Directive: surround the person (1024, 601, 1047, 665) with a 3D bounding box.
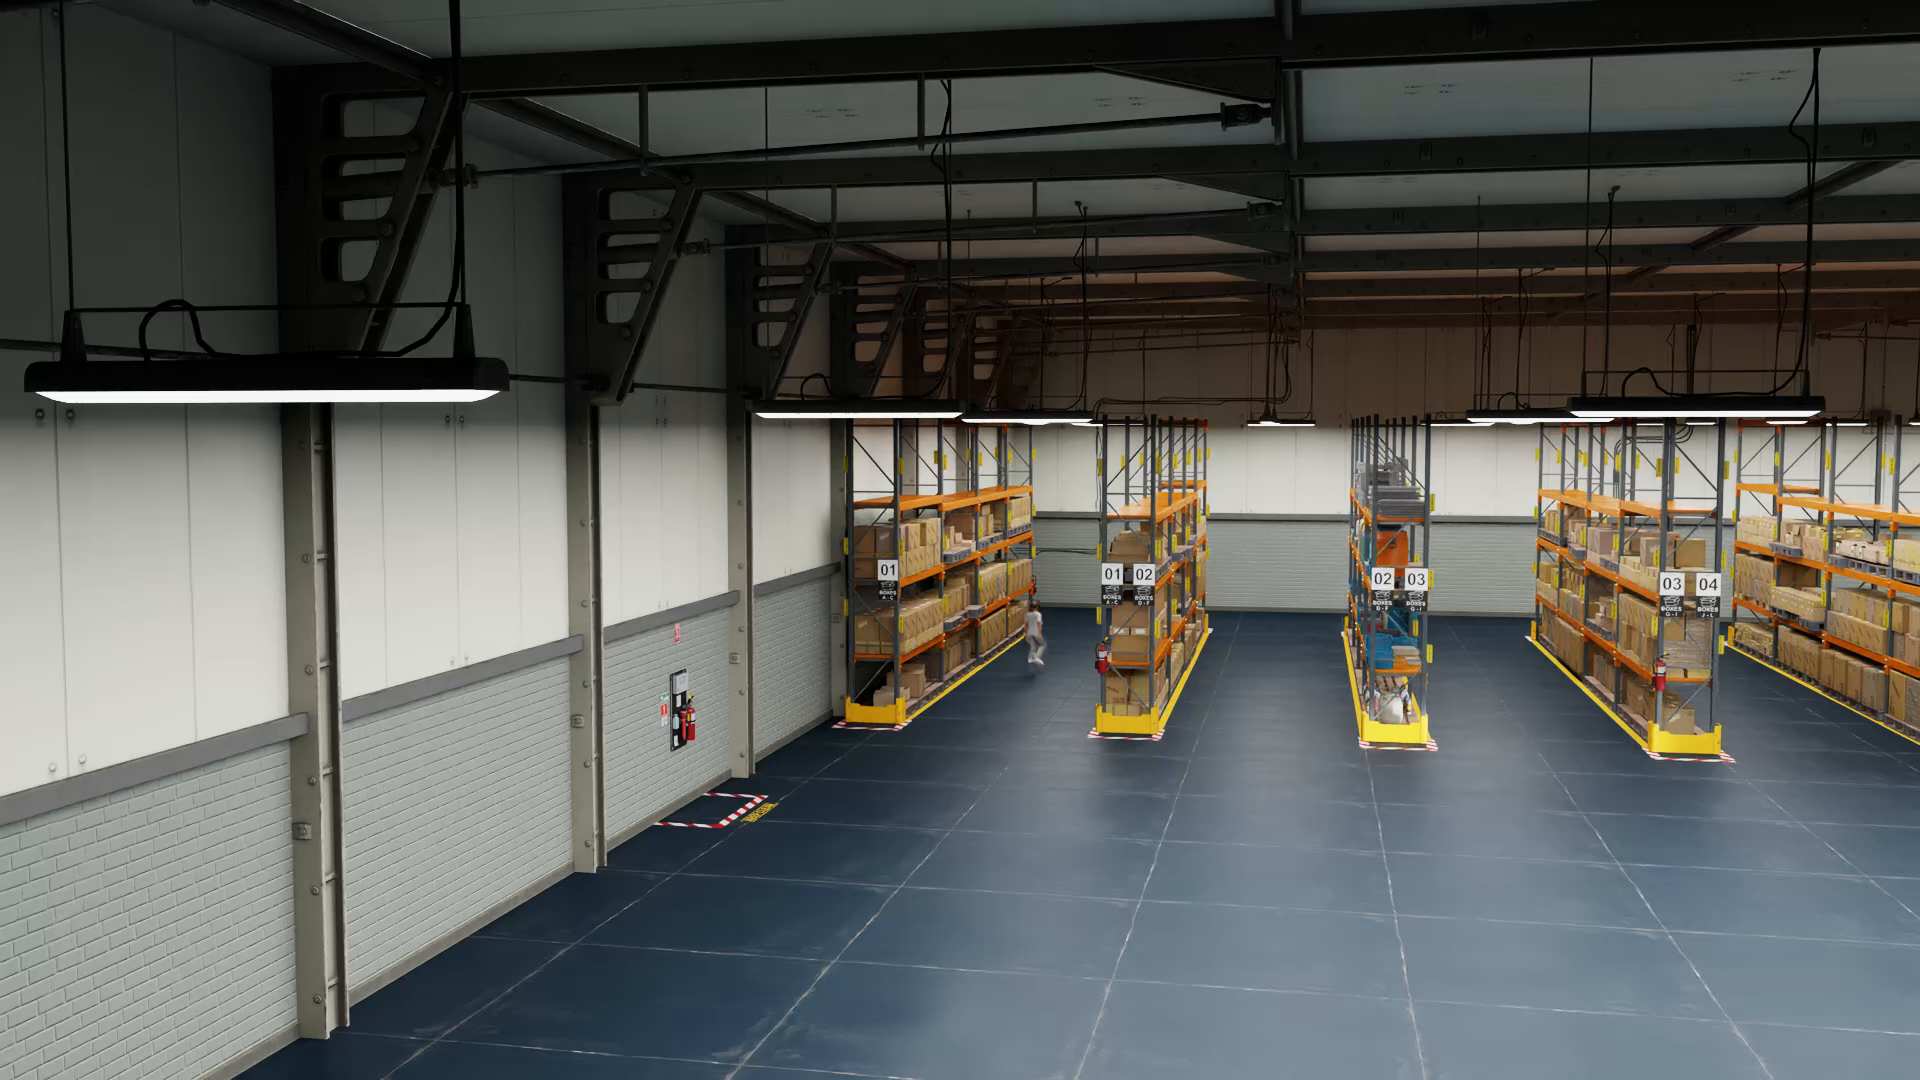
[{"bbox_3d":[1.734,2.173,38.956,0.474,1.507,0.601,2,4,26],"label":"person"}]
